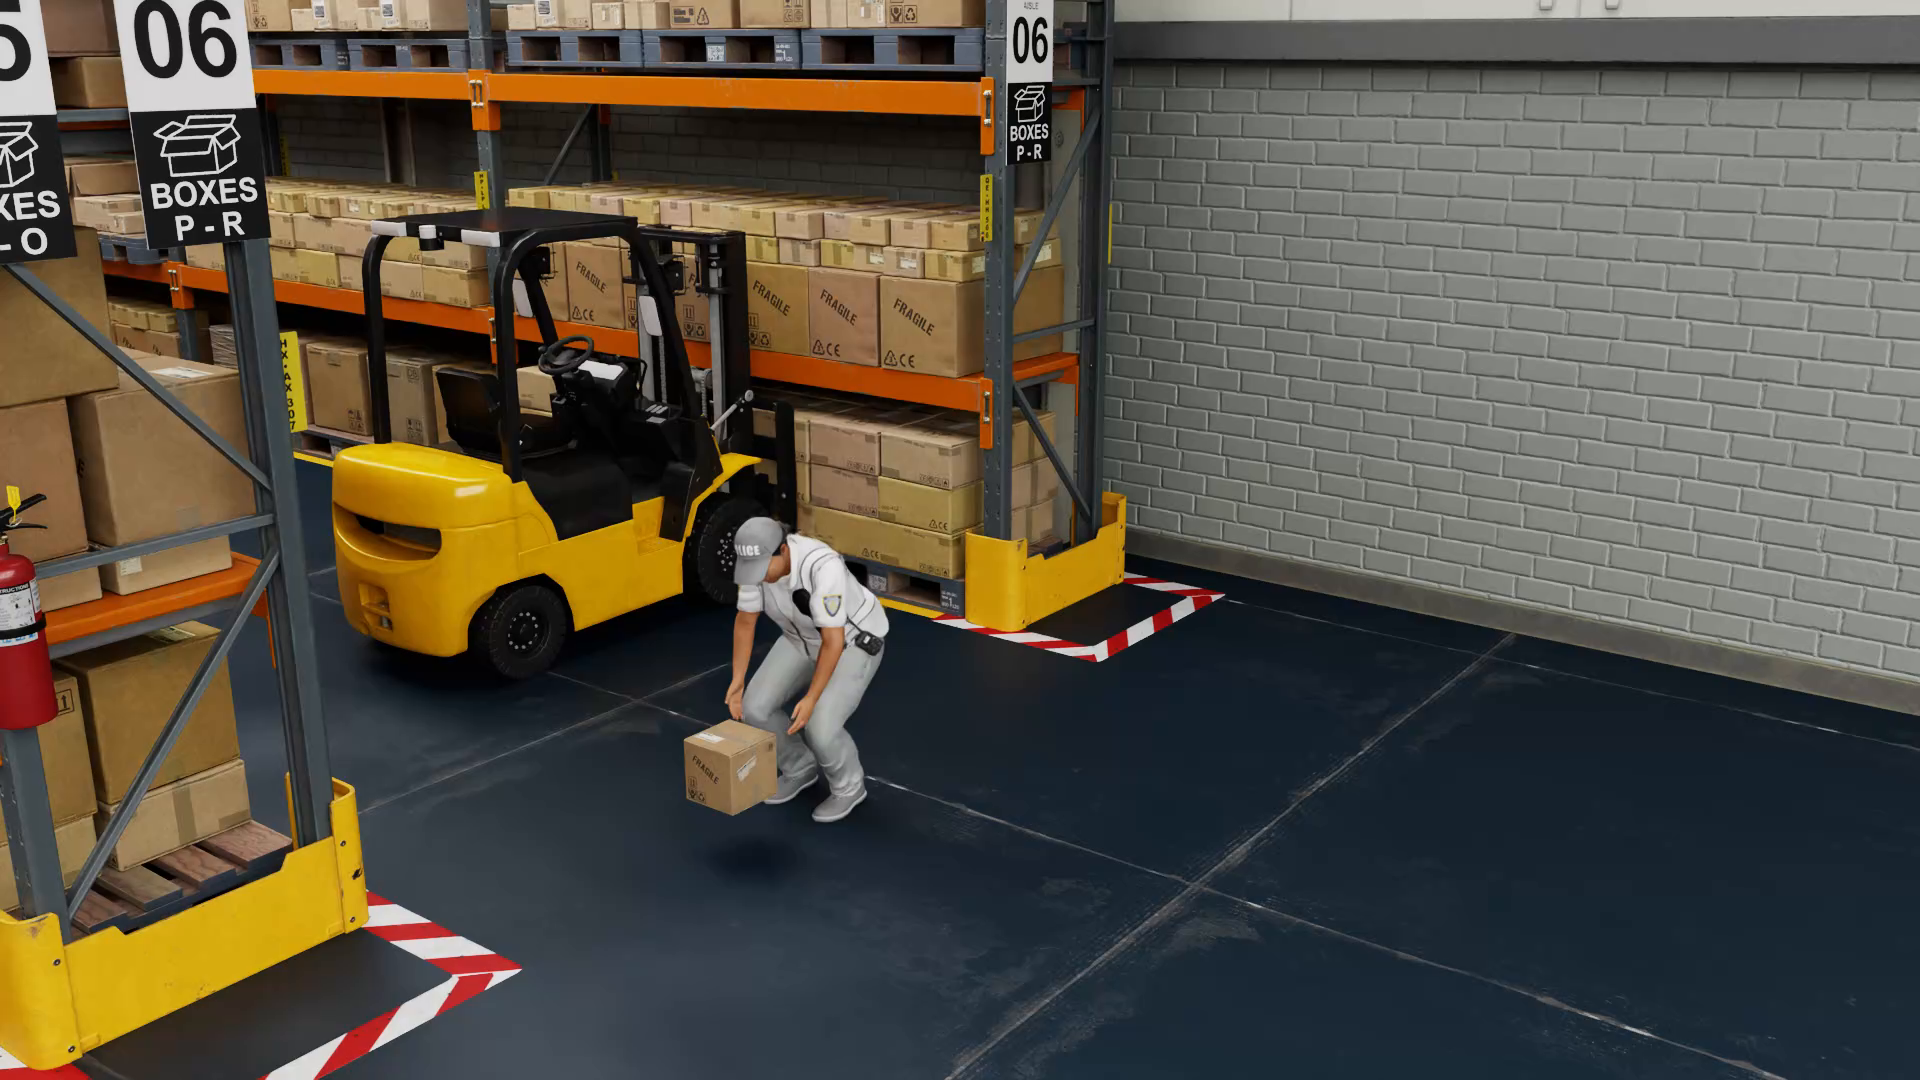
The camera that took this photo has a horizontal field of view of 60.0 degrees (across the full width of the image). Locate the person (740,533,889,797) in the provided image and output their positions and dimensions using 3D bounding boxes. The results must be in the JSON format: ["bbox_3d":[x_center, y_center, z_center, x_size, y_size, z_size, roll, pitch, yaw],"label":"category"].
[{"bbox_3d":[-0.555,0.471,6.707,0.494,1.126,0.549,12,20,35],"label":"person"}]
